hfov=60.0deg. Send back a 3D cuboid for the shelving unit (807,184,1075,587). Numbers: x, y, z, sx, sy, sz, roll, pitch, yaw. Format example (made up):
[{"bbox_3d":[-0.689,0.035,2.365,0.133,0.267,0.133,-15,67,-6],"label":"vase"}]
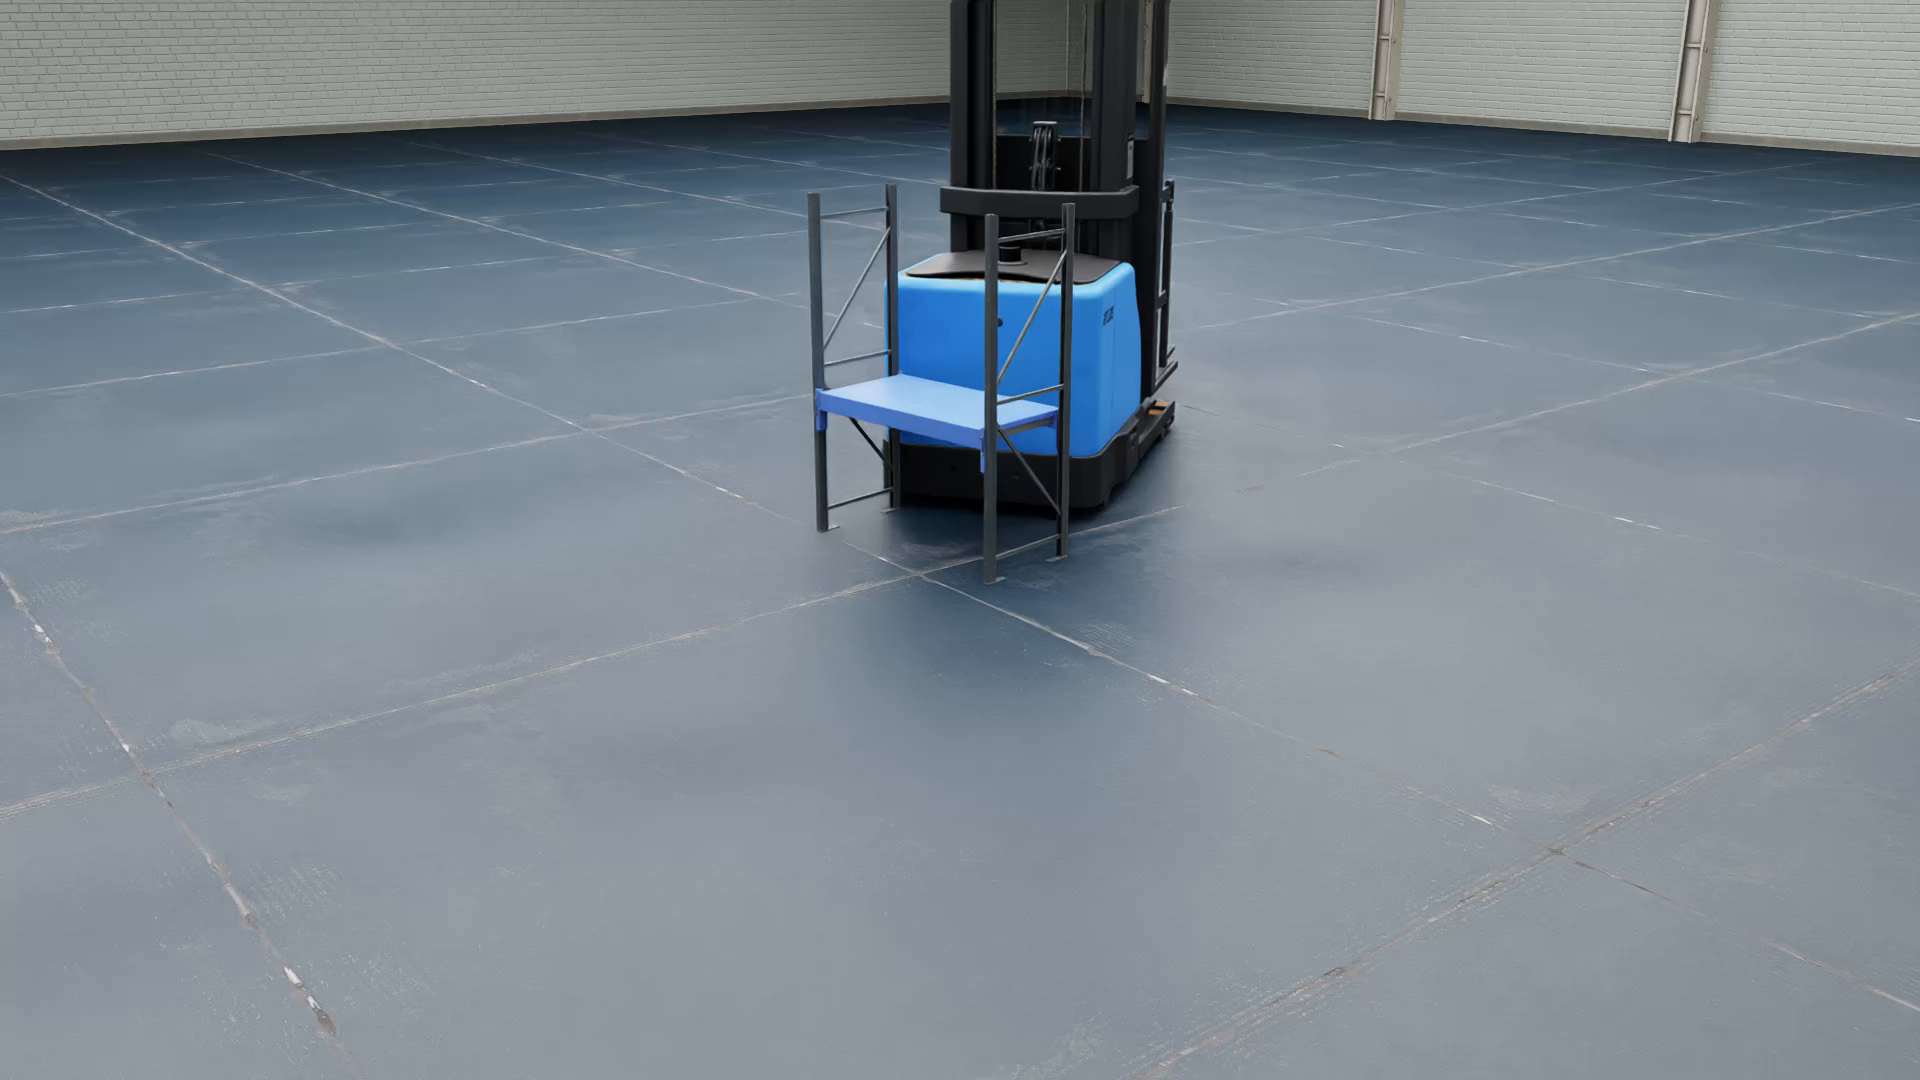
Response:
[{"bbox_3d":[-0.091,-0.692,7.066,1.048,1.500,0.538,17,25,41],"label":"shelving unit"}]

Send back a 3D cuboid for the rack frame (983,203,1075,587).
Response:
[{"bbox_3d":[0.278,-0.582,6.734,0.032,1.500,0.500,17,25,41],"label":"rack frame"}]

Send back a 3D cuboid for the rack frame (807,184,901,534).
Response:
[{"bbox_3d":[-0.461,-0.802,7.397,0.032,1.500,0.500,17,25,41],"label":"rack frame"}]

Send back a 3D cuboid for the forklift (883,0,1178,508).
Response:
[{"bbox_3d":[0.557,-1.962,8.623,1.130,2.935,3.031,6,19,16],"label":"forklift"}]

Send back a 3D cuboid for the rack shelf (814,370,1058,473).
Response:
[{"bbox_3d":[-0.091,-0.521,7.122,1.000,0.185,0.538,17,25,41],"label":"rack shelf"}]

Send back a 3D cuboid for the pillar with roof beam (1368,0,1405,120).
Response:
[{"bbox_3d":[4.529,-11.314,27.216,9.100,9.000,0.400,-14,23,-36],"label":"pillar with roof beam"}]

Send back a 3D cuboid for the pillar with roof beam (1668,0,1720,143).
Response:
[{"bbox_3d":[8.255,-9.836,22.751,9.100,9.000,0.400,-14,23,-36],"label":"pillar with roof beam"}]

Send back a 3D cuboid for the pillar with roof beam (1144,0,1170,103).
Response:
[{"bbox_3d":[0.804,-12.793,31.681,9.100,9.000,0.400,-14,23,-36],"label":"pillar with roof beam"}]
